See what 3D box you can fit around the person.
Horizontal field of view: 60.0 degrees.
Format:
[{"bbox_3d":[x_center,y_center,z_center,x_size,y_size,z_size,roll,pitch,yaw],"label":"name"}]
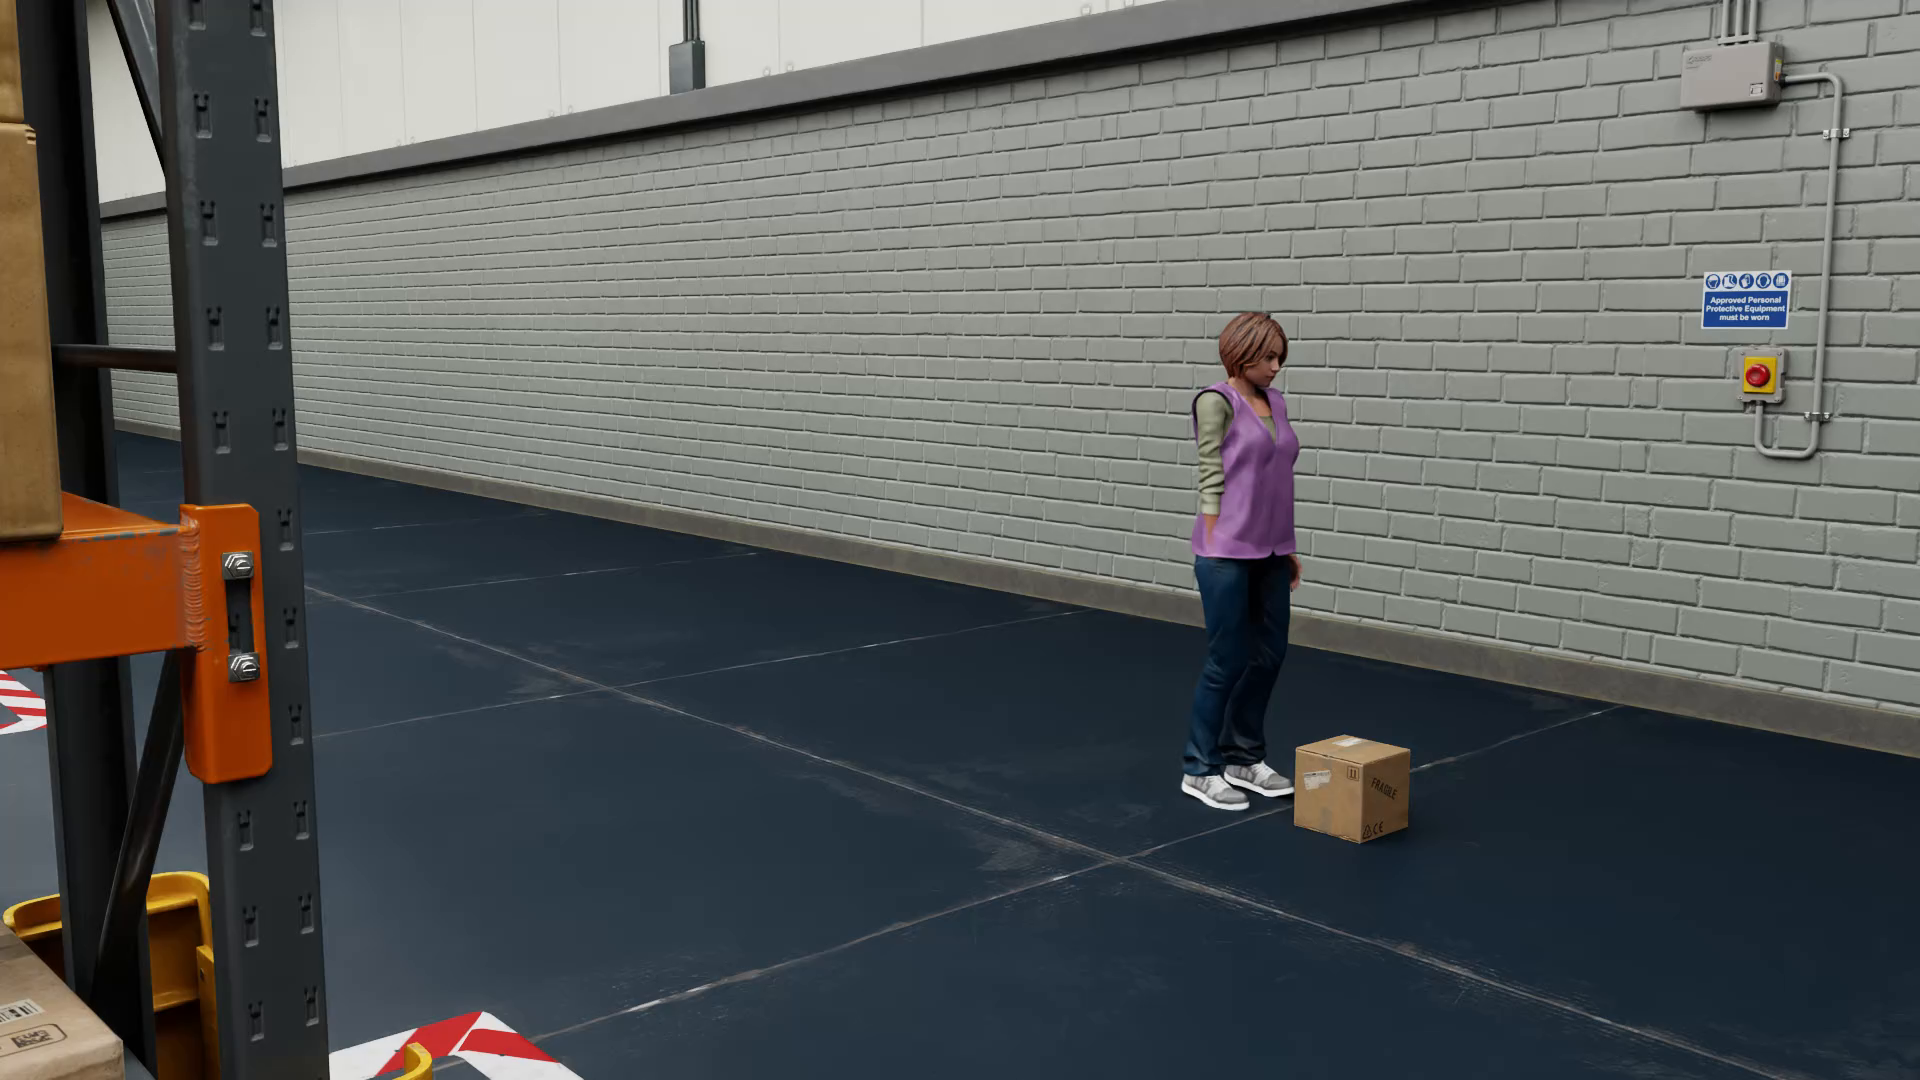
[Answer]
[{"bbox_3d":[0.934,0.062,5.428,0.407,1.601,0.299,-6,10,-40],"label":"person"}]
